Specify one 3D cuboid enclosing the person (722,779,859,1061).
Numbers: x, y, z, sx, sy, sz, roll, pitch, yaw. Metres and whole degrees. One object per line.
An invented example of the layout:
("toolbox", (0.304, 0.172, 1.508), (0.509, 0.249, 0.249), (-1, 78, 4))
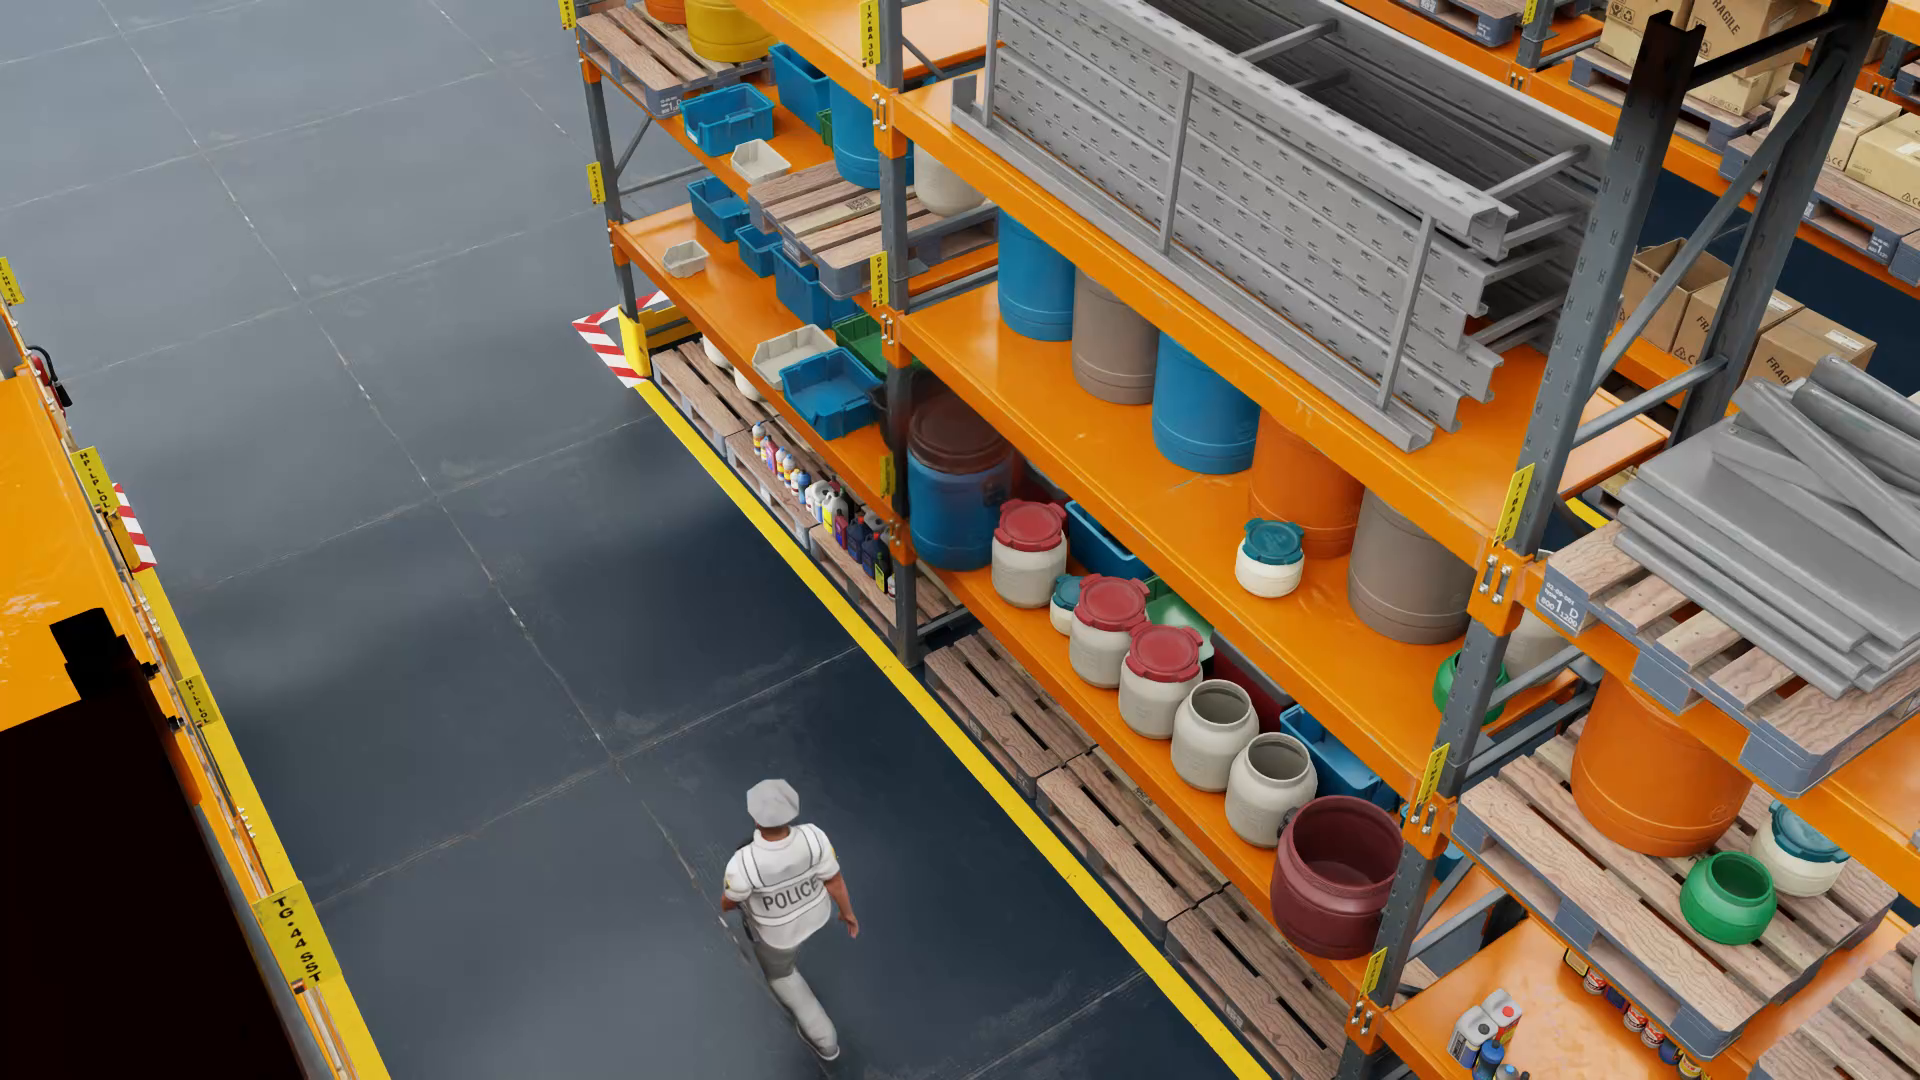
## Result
("person", (-0.926, 1.757, 8.261), (0.544, 1.603, 1.063), (-32, 51, -30))
